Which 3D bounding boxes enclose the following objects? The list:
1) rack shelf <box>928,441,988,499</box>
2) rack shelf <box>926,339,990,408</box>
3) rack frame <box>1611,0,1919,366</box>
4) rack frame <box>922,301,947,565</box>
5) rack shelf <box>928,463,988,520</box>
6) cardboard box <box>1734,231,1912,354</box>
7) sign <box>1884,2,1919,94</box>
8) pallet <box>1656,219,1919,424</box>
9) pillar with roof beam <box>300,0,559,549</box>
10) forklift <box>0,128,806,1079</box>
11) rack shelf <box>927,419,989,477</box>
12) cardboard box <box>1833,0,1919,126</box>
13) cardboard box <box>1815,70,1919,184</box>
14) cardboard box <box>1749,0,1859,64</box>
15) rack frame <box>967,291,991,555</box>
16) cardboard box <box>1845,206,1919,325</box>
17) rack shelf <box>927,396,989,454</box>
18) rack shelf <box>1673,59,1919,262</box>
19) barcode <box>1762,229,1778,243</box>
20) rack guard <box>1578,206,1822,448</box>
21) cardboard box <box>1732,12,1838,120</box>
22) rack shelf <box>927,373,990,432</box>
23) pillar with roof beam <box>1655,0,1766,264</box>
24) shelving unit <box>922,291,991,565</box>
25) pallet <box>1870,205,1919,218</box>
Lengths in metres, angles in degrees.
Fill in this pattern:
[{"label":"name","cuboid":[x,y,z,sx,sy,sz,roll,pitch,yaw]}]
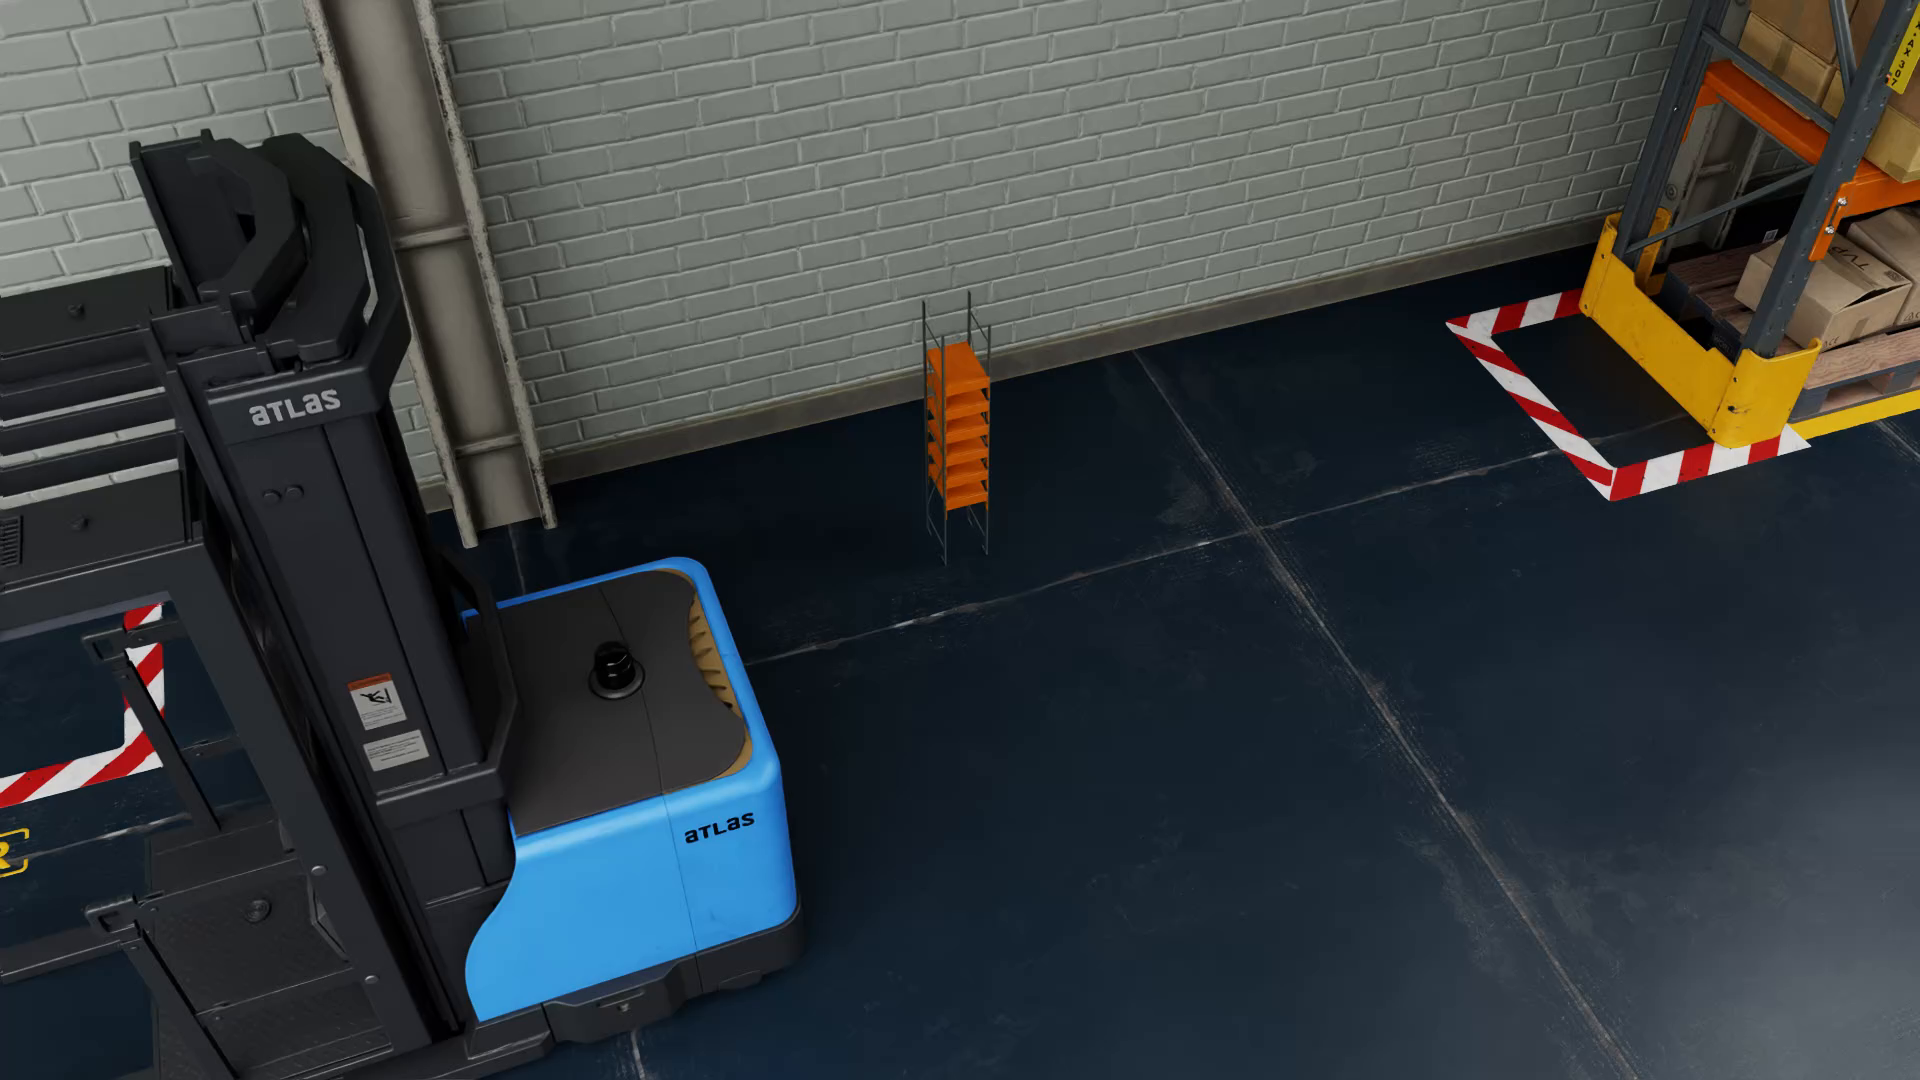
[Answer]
[{"label":"rack shelf","cuboid":[-0.014,-0.304,6.747,0.180,0.103,0.258,-14,47,-14]},{"label":"rack shelf","cuboid":[-0.014,-0.643,6.407,0.180,0.103,0.258,-14,47,-14]},{"label":"rack frame","cuboid":[3.322,-1.870,6.805,0.127,3.000,1.000,-14,47,-14]},{"label":"rack frame","cuboid":[-0.100,-0.398,6.609,0.006,1.200,0.240,-14,47,-14]},{"label":"rack shelf","cuboid":[-0.014,-0.219,6.832,0.180,0.103,0.258,-14,47,-14]},{"label":"cardboard box","cuboid":[4.003,-1.182,7.707,0.500,0.311,0.500,-19,48,-18]},{"label":"sign","cuboid":[3.507,-1.814,6.138,0.005,0.325,0.100,-14,47,-14]},{"label":"pallet","cuboid":[4.170,-1.075,7.982,1.213,0.211,1.003,-14,47,-14]},{"label":"pillar with roof beam","cuboid":[-0.495,-0.421,1.126,0.400,9.000,9.100,-14,47,-14]},{"label":"forklift","cuboid":[-2.091,0.451,4.540,3.031,2.935,1.130,-15,47,-15]},{"label":"rack shelf","cuboid":[-0.014,-0.389,6.662,0.180,0.103,0.258,-14,47,-14]},{"label":"cardboard box","cuboid":[3.873,-2.003,6.500,0.500,0.500,0.500,-14,47,-14]},{"label":"cardboard box","cuboid":[3.889,-1.730,6.757,0.500,0.250,0.500,-16,47,-15]},{"label":"cardboard box","cuboid":[3.693,-2.343,6.839,0.500,0.500,0.500,-15,47,-14]},{"label":"rack frame","cuboid":[0.072,-0.442,6.653,0.006,1.200,0.240,-14,47,-14]},{"label":"cardboard box","cuboid":[4.540,-1.319,7.844,0.500,0.311,0.500,-11,46,-11]},{"label":"rack shelf","cuboid":[-0.014,-0.473,6.577,0.180,0.103,0.258,-14,47,-14]},{"label":"rack shelf","cuboid":[5.203,-2.097,7.539,4.000,0.370,1.077,-14,47,-14]},{"label":"barcode","cuboid":[3.885,-1.456,7.974,0.075,0.075,0.001,-14,47,-14]},{"label":"rack guard","cuboid":[3.394,-1.005,7.708,0.348,0.500,1.175,-14,47,-14]},{"label":"cardboard box","cuboid":[3.696,-2.065,7.092,0.500,0.250,0.500,-14,47,-13]},{"label":"rack shelf","cuboid":[-0.014,-0.558,6.492,0.180,0.103,0.258,-14,47,-14]},{"label":"pillar with roof beam","cuboid":[5.149,-1.864,2.564,0.400,9.000,9.100,-14,47,-14]},{"label":"shelving unit","cuboid":[-0.014,-0.420,6.631,0.189,1.200,0.258,-14,47,-14]},{"label":"pallet","cuboid":[5.315,-1.366,8.272,1.213,0.211,1.003,-14,47,-14]}]
